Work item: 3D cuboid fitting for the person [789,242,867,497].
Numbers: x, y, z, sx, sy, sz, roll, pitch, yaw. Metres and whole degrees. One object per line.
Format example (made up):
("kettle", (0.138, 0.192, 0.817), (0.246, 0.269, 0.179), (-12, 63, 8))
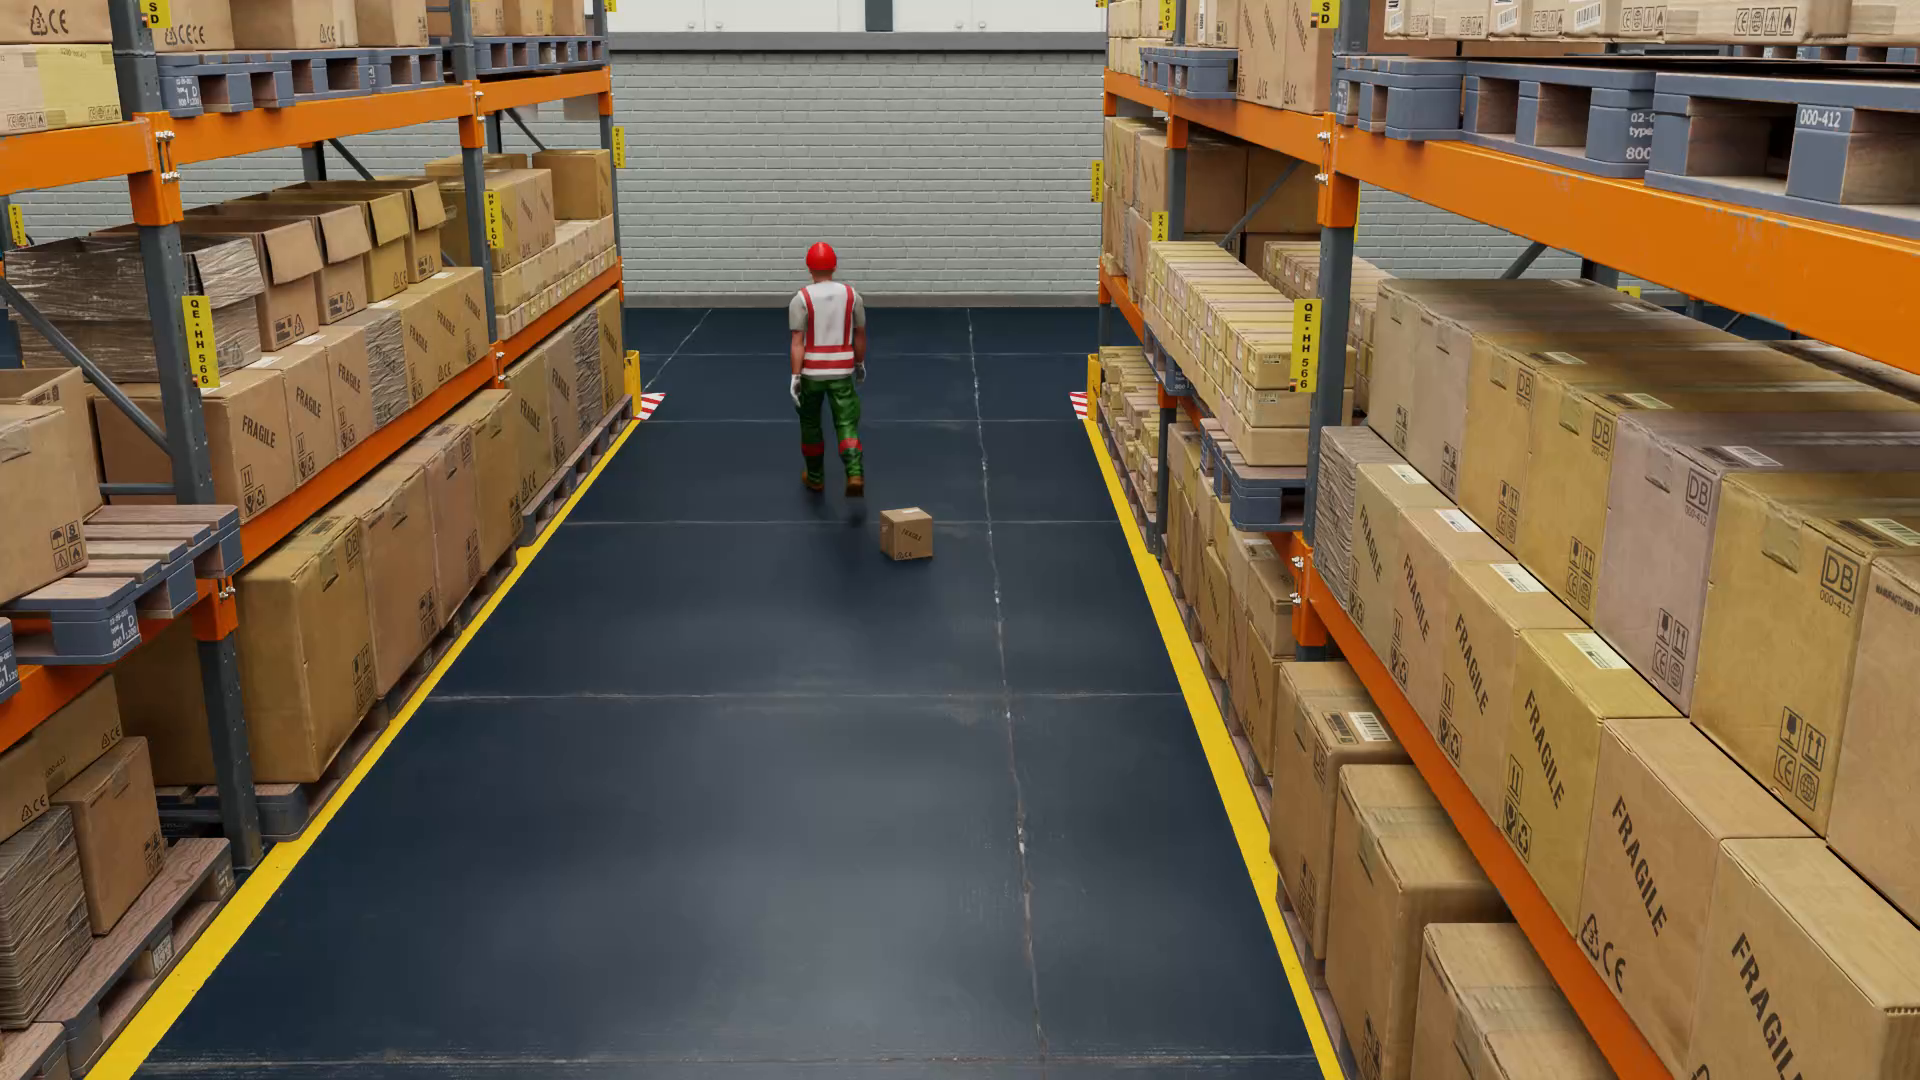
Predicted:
("person", (-0.879, -1.123, 11.201), (0.582, 1.750, 1.026), (-5, 18, -15))
